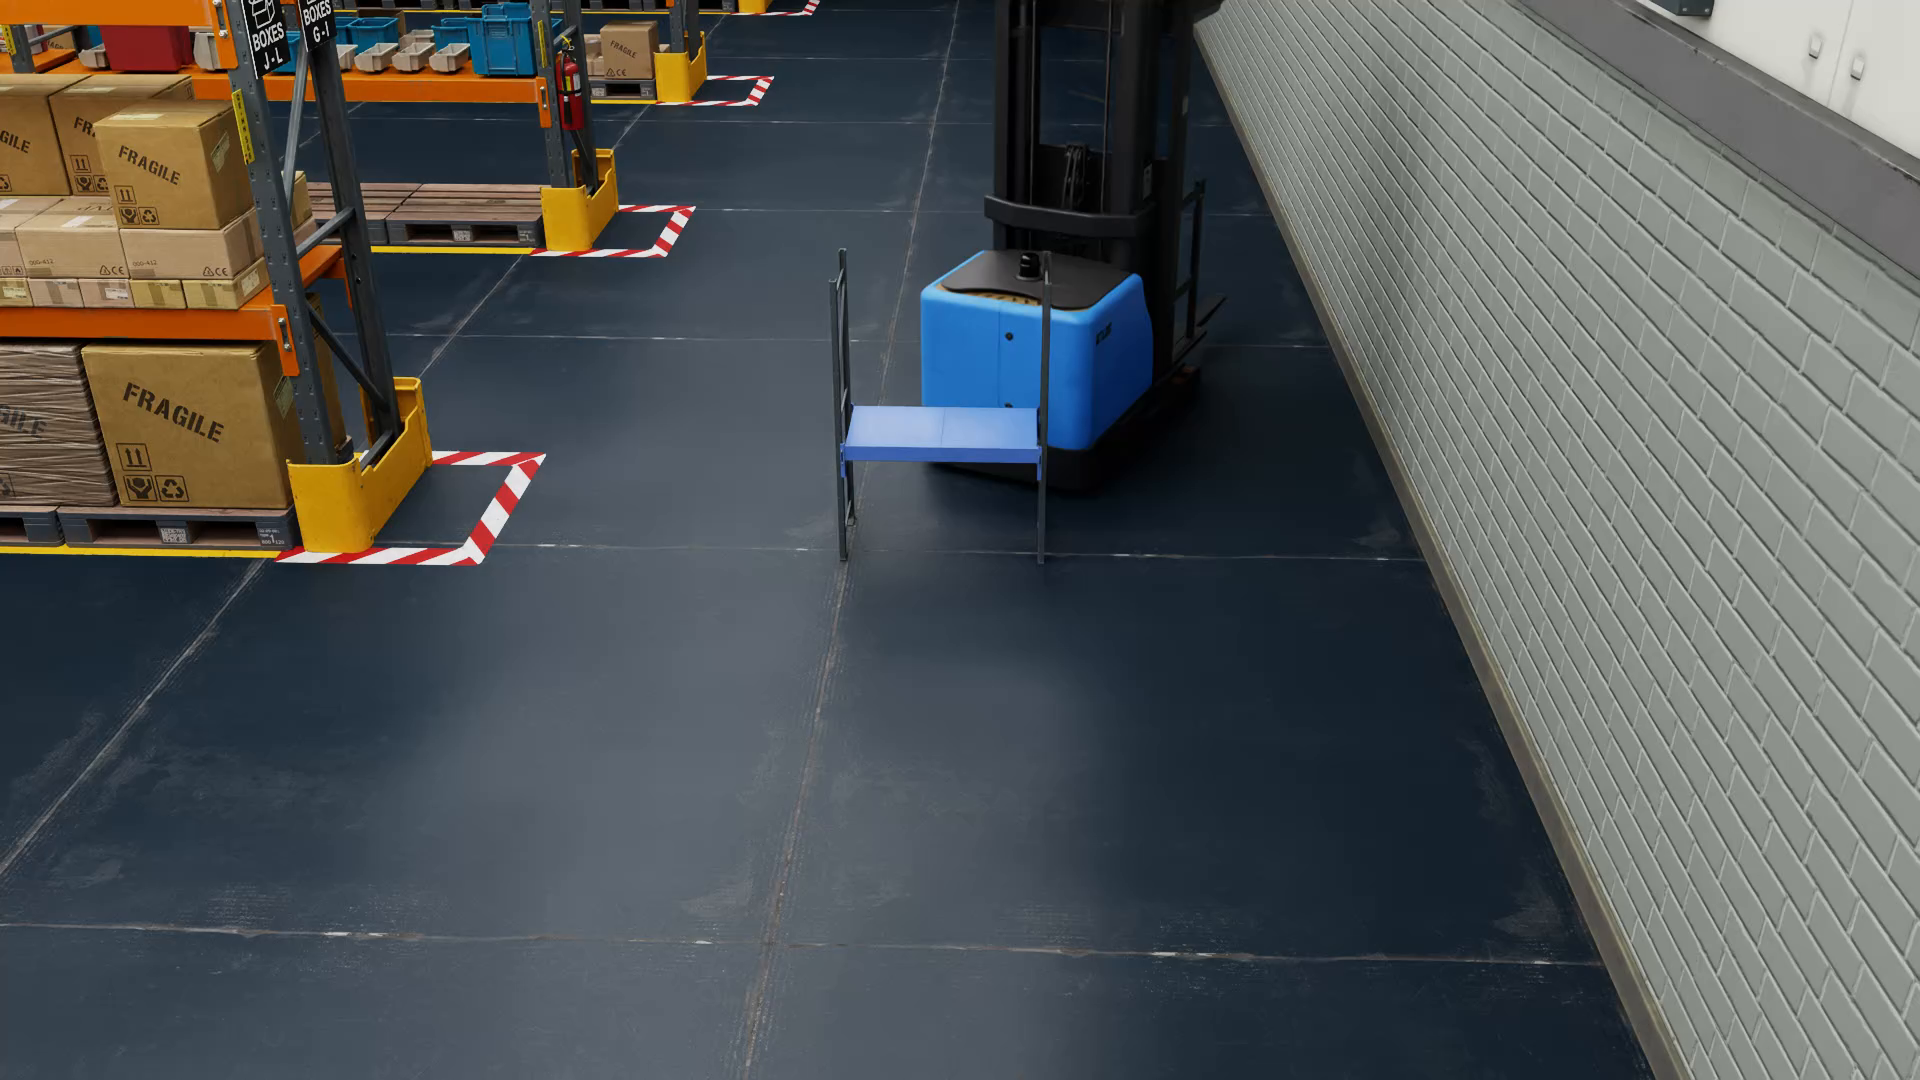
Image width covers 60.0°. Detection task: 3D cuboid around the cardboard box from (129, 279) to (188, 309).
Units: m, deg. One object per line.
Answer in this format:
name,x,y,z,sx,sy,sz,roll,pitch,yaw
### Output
cardboard box,-3.882,-1.276,8.223,0.250,0.149,0.380,1,28,2

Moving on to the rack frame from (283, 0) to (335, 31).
rack frame,-6.899,-6.235,17.309,0.127,3.000,1.000,1,28,2

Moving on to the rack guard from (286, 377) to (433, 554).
rack guard,-3.231,-0.427,9.021,0.348,0.500,1.175,1,28,2

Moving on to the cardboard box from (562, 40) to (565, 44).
cardboard box,-4.434,-5.306,18.023,0.500,0.250,0.500,1,28,2

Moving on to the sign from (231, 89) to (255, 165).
sign,-3.288,-1.894,7.631,0.005,0.325,0.100,1,28,2

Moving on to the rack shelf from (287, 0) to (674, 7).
rack shelf,-4.900,-5.884,17.415,4.000,0.370,1.077,1,28,2

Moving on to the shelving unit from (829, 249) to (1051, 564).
shelving unit,-0.085,-0.664,8.401,1.048,1.500,0.538,1,28,2

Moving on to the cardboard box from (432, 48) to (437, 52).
cardboard box,-5.570,-5.352,18.045,0.500,0.311,0.500,1,28,2

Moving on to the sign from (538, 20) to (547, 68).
sign,-3.083,-3.664,12.286,0.005,0.325,0.100,1,28,2

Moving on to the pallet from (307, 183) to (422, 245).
pallet,-5.119,-2.671,13.564,1.213,0.211,1.003,1,28,2

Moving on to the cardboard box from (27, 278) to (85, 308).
cardboard box,-4.383,-1.285,8.240,0.250,0.149,0.380,1,28,3

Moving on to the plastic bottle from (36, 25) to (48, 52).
plastic bottle,-7.429,-4.070,13.350,0.133,0.283,0.061,1,28,2

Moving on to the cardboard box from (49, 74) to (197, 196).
cardboard box,-4.225,-2.071,8.496,0.500,0.500,0.500,0,28,1

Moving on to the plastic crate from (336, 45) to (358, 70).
plastic crate,-4.766,-3.690,12.725,0.250,0.136,0.298,1,28,2

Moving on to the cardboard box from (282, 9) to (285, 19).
cardboard box,-7.374,-5.447,18.021,0.500,0.500,0.500,0,28,-1

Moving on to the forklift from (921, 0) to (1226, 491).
forklift,0.871,-2.227,9.822,1.130,2.935,3.031,13,31,23

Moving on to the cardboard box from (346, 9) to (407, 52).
cardboard box,-6.319,-5.448,18.024,0.500,0.500,0.500,1,28,2

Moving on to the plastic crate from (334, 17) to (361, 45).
plastic crate,-4.931,-3.987,13.184,0.300,0.233,0.416,1,28,2

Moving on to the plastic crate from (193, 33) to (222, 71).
plastic crate,-5.558,-3.779,12.738,0.530,0.282,0.437,1,28,2

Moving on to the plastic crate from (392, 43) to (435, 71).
plastic crate,-4.190,-3.700,12.745,0.243,0.136,0.396,1,28,2

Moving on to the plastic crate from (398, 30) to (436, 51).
plastic crate,-4.311,-3.973,13.261,0.298,0.136,0.250,1,28,2

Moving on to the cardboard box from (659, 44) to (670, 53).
cardboard box,-3.308,-5.271,18.065,0.250,0.149,0.380,1,28,2

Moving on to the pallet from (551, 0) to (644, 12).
pallet,-4.748,-7.253,22.207,1.213,0.211,1.003,1,28,2

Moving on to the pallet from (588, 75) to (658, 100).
pallet,-3.774,-4.950,17.863,1.213,0.211,1.003,1,28,2

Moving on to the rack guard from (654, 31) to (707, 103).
rack guard,-2.977,-5.065,17.772,0.348,0.500,1.175,1,28,2

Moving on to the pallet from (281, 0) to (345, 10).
pallet,-8.724,-7.318,22.329,1.213,0.211,1.003,1,28,2

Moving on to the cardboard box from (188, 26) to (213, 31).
cardboard box,-7.896,-5.211,17.576,0.500,0.500,0.500,1,28,2

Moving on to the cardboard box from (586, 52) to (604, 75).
cardboard box,-3.855,-5.054,17.636,0.250,0.166,0.380,1,28,2

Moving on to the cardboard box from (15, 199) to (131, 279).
cardboard box,-4.255,-1.489,8.199,0.500,0.250,0.500,0,28,1

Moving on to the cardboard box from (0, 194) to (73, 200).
cardboard box,-4.747,-1.747,8.685,0.500,0.250,0.500,0,28,0

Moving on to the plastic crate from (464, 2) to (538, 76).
plastic crate,-3.421,-3.810,12.633,0.499,0.435,0.616,1,28,2

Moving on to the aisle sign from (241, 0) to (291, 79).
aisle sign,-3.193,-2.539,7.561,0.004,0.787,0.394,1,28,2

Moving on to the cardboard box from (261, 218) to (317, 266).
cardboard box,-3.598,-1.581,8.798,0.250,0.149,0.380,1,28,2

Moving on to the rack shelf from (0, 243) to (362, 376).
rack shelf,-5.253,-1.247,8.668,4.000,0.370,1.077,1,28,2

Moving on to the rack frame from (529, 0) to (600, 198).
rack frame,-3.080,-3.850,12.810,0.127,3.000,1.000,1,28,2

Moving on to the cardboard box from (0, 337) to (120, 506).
cardboard box,-4.807,-0.767,8.814,0.875,0.875,0.875,1,28,2

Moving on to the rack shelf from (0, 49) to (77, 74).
rack shelf,-9.076,-3.631,13.166,4.000,0.370,1.077,1,28,2

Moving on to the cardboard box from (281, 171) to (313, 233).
cardboard box,-3.725,-1.731,8.656,0.500,0.250,0.500,0,28,0

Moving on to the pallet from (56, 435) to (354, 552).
pallet,-4.057,-0.276,9.046,1.213,0.211,1.003,1,28,2

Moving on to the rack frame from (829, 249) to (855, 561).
rack frame,-0.593,-0.672,8.417,0.032,1.500,0.500,1,28,2

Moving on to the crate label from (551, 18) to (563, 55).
crate label,-3.315,-3.961,13.134,0.303,0.233,0.416,1,28,2

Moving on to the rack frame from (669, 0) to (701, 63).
rack frame,-2.901,-6.169,17.184,0.127,3.000,1.000,1,28,2

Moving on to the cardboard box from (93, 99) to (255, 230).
cardboard box,-3.751,-1.813,8.010,0.500,0.500,0.500,1,28,2

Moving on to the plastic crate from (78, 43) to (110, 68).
plastic crate,-6.617,-3.752,12.842,0.243,0.136,0.396,1,28,2
